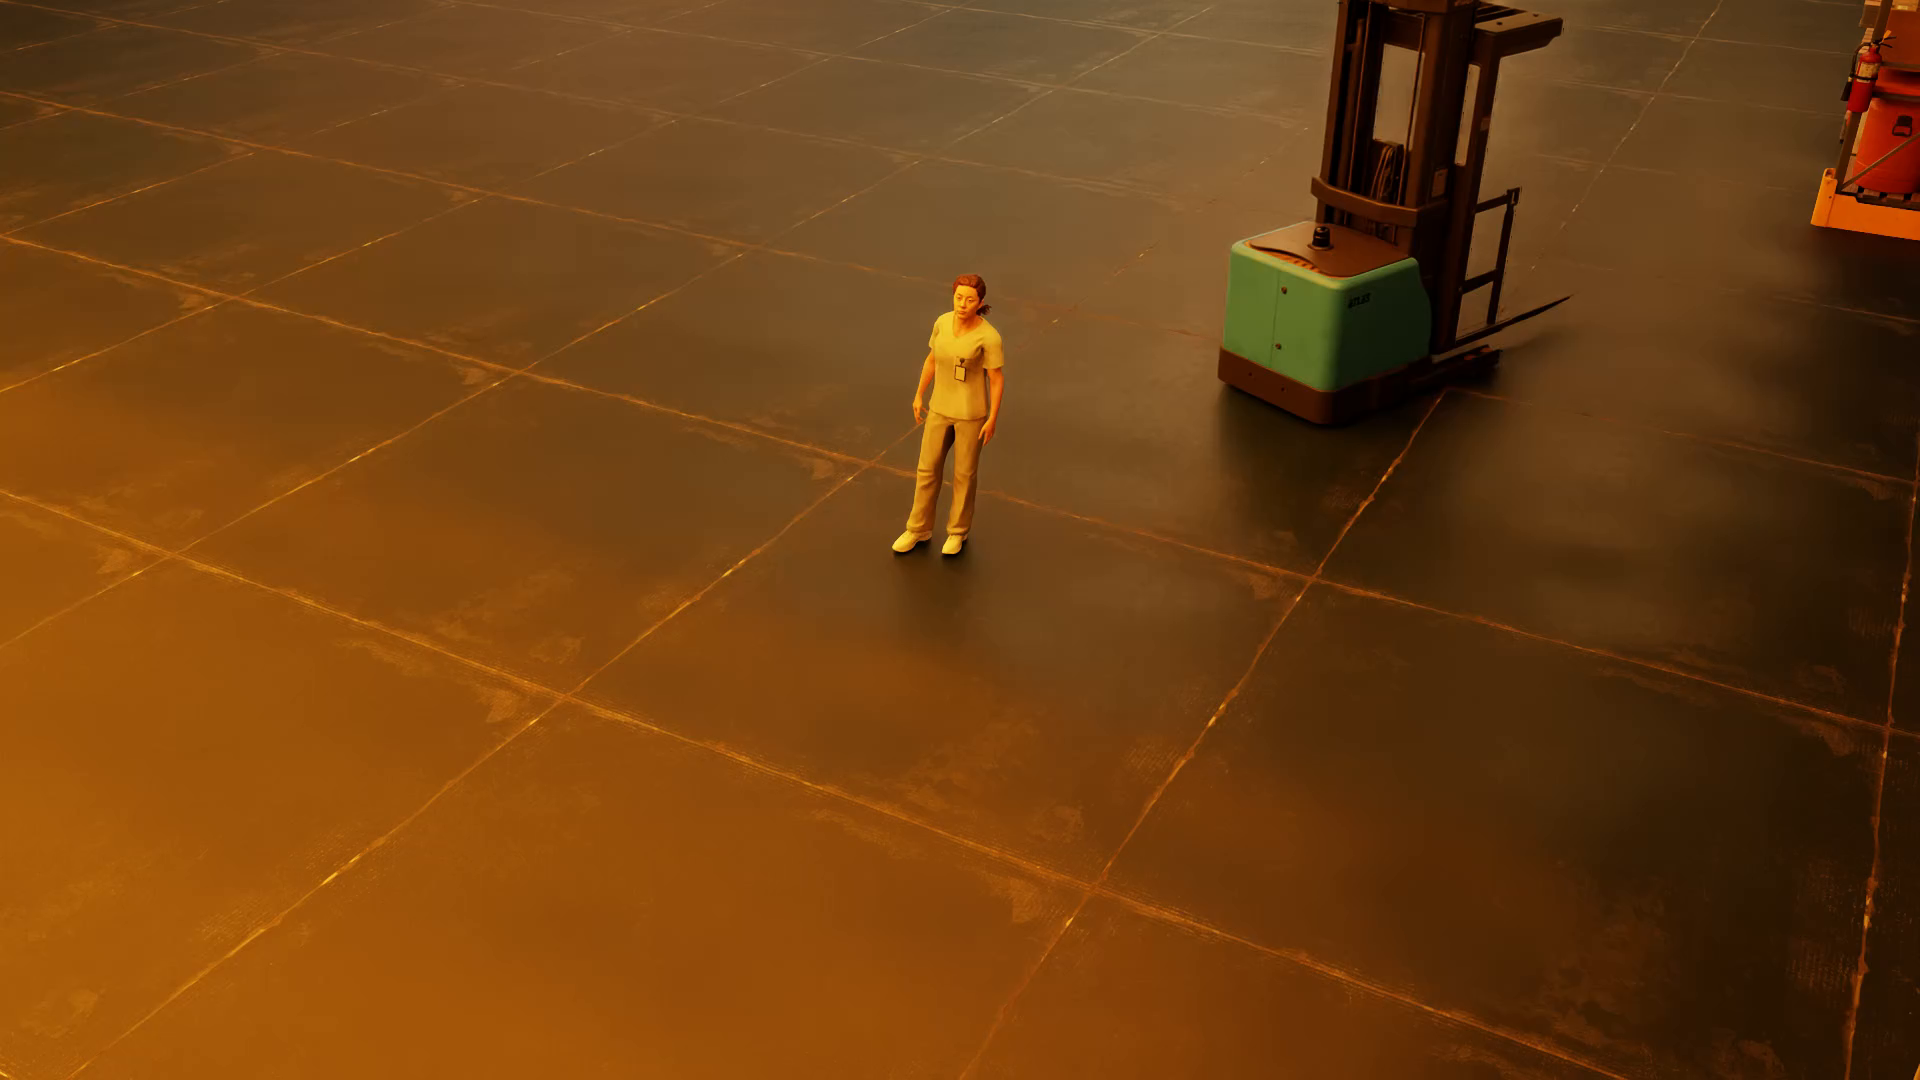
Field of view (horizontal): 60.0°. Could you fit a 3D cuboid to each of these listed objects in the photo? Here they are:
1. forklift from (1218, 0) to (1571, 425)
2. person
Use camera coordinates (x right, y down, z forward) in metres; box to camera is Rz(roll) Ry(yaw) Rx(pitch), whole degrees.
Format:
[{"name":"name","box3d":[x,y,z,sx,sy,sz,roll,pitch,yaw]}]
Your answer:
[{"name":"forklift","box3d":[3.315,-2.636,11.638,3.031,2.935,1.130,-21,36,-32]},{"name":"person","box3d":[-0.048,-0.703,9.530,0.549,1.673,0.548,15,33,25]}]
